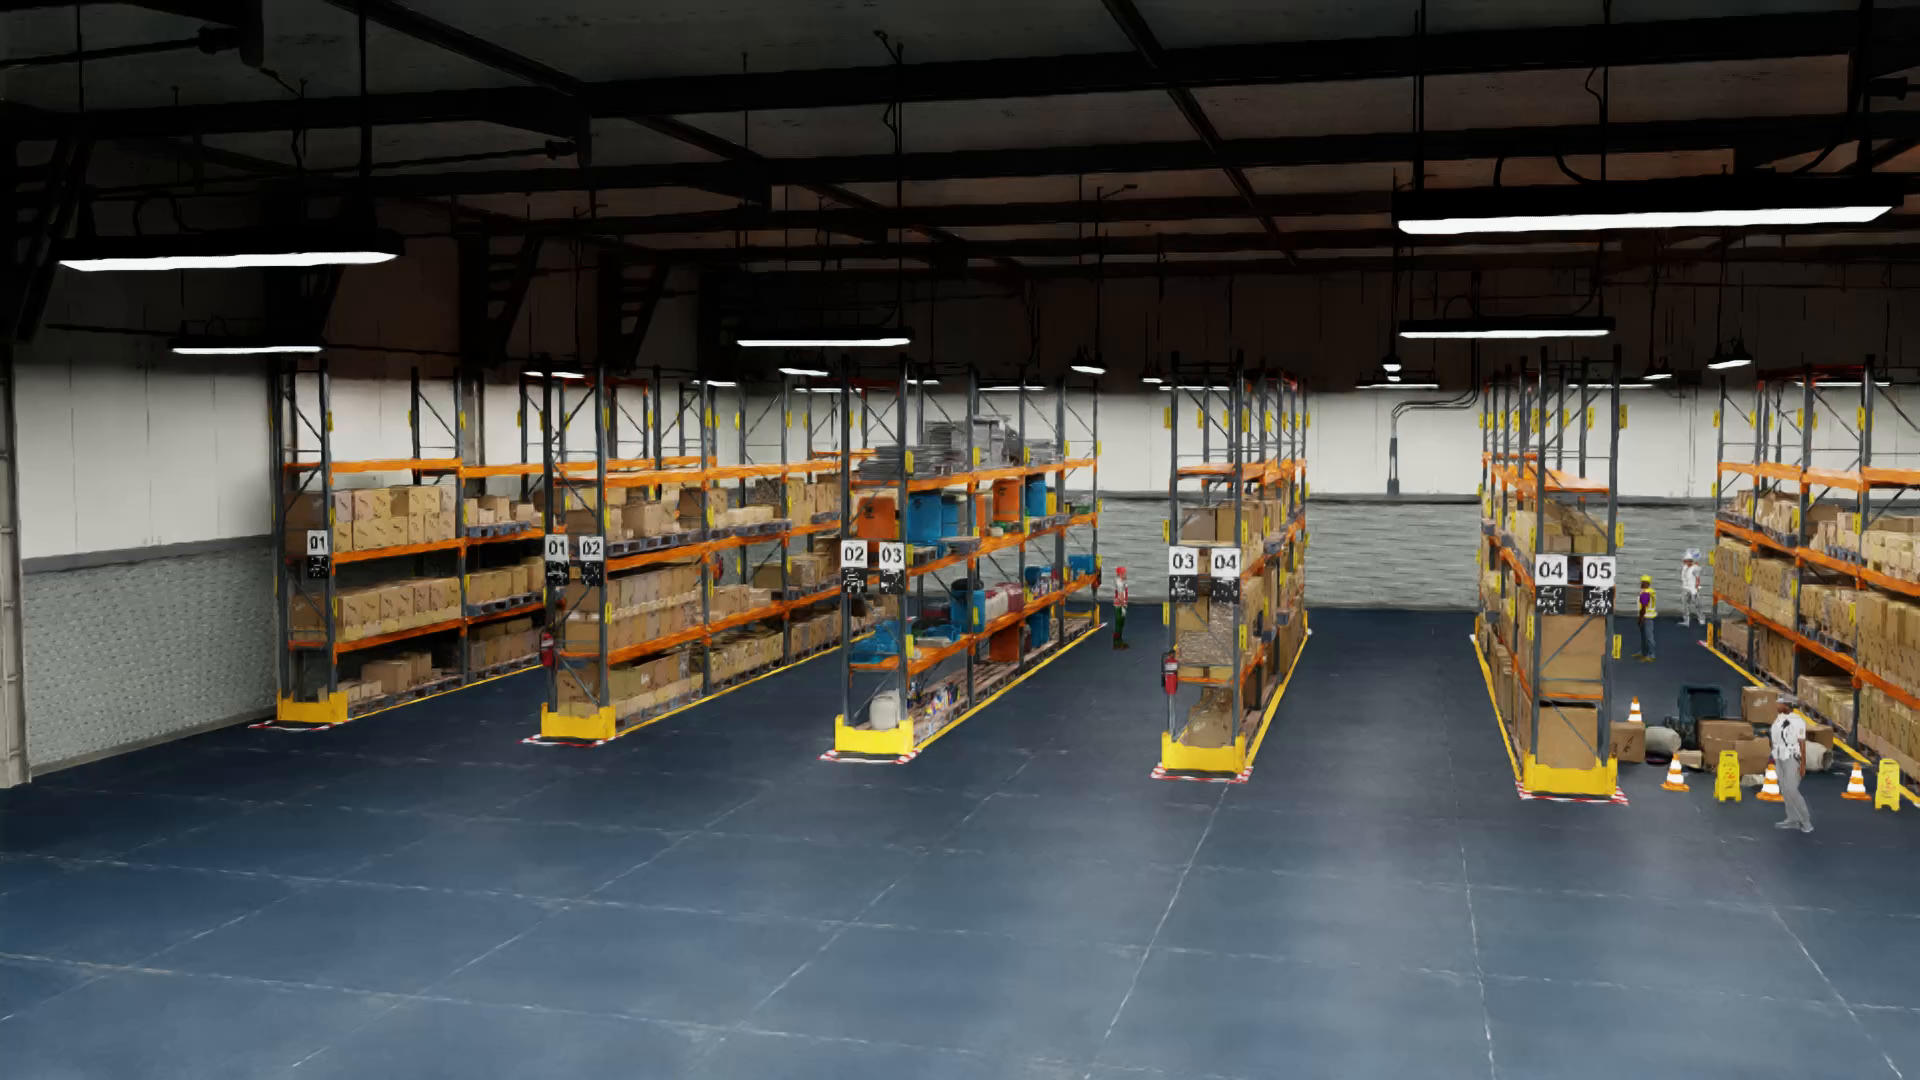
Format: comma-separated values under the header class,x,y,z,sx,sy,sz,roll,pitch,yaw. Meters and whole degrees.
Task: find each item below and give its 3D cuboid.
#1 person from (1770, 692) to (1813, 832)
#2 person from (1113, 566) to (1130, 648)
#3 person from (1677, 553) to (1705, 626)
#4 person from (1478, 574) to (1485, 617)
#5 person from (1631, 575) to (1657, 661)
class,x,y,z,sx,sy,sz,roll,pitch,yaw
person,10.162,2.701,20.300,0.407,1.668,0.571,-1,4,-10
person,3.551,1.464,36.538,0.396,1.785,0.655,0,4,1
person,17.851,1.210,40.543,0.624,1.782,0.579,-1,4,-19
person,13.148,1.191,41.229,0.616,1.712,0.970,3,5,35
person,14.273,1.612,34.671,0.557,1.764,0.651,3,5,34
